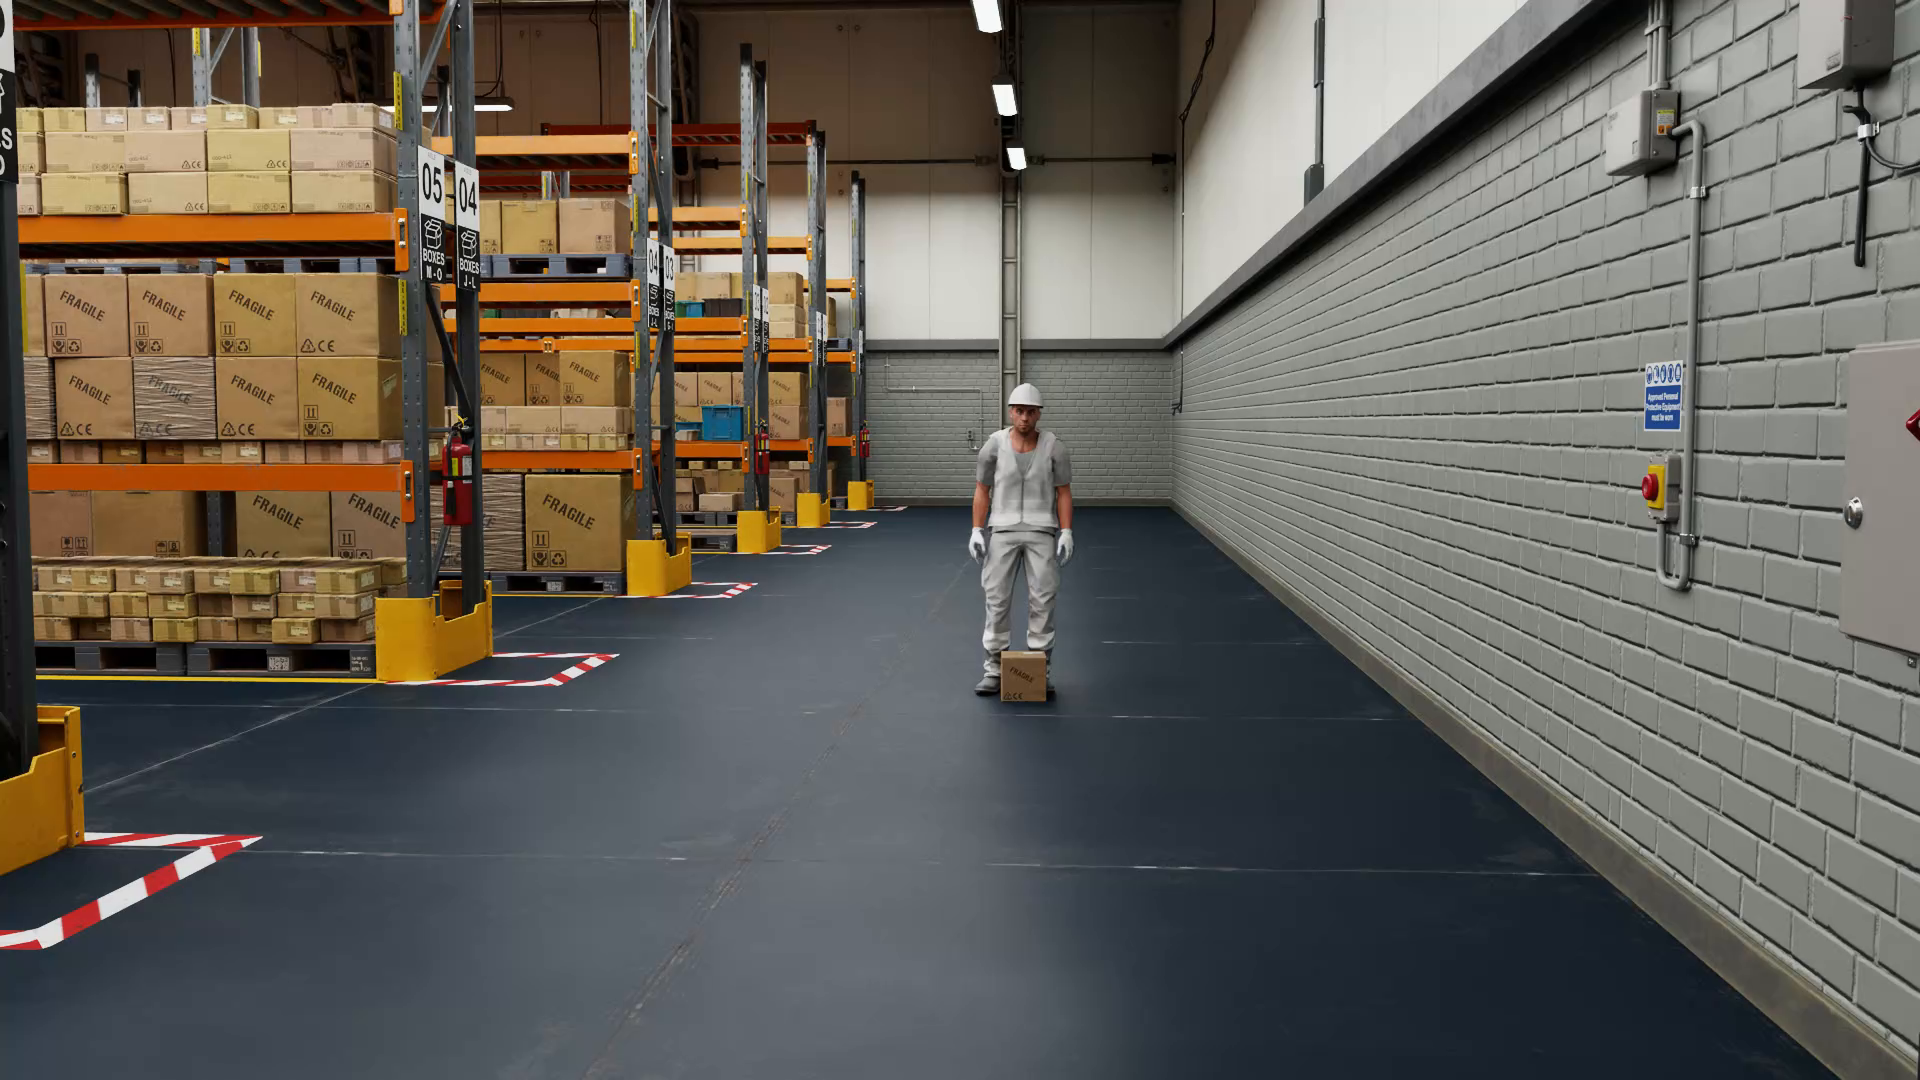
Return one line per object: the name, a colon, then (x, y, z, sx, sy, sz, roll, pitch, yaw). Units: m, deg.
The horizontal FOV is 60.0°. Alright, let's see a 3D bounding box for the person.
person: (0.356, -0.008, 9.571, 0.608, 1.779, 0.451, 0, 4, 4)
